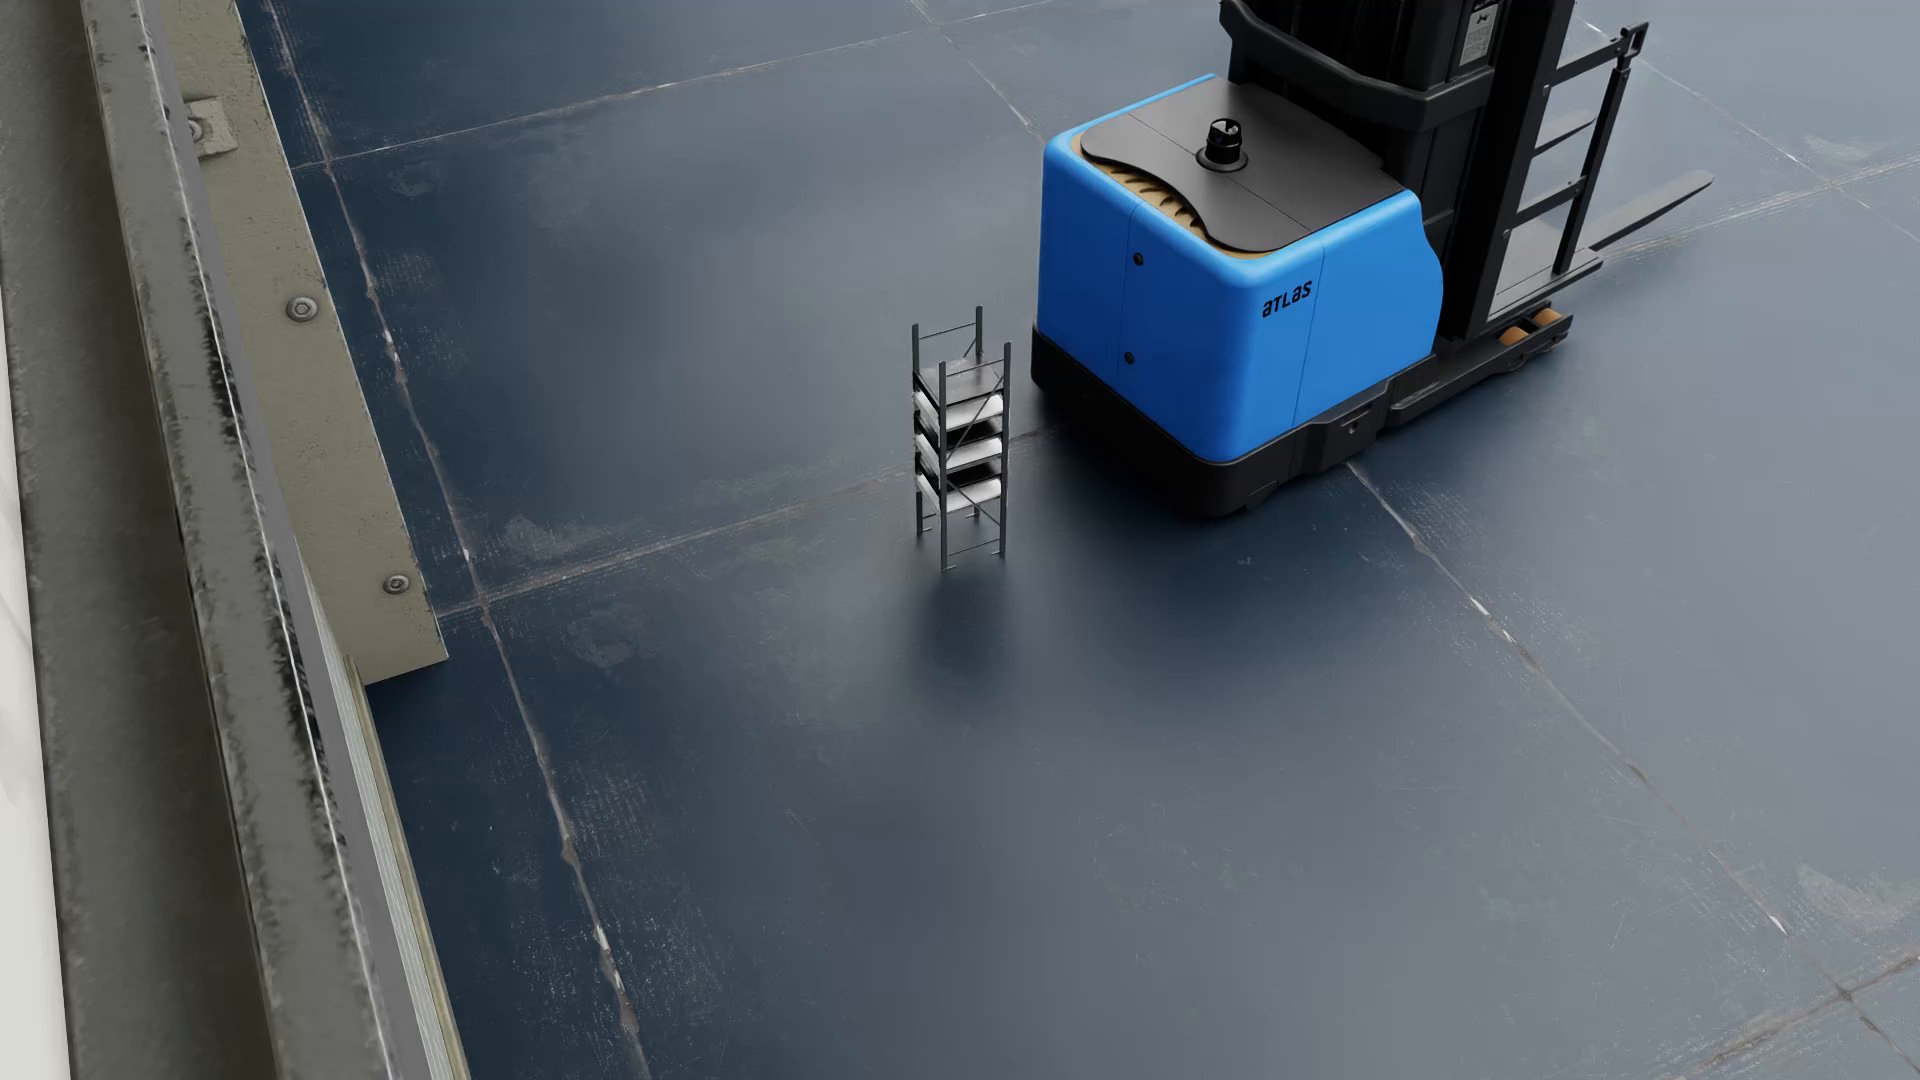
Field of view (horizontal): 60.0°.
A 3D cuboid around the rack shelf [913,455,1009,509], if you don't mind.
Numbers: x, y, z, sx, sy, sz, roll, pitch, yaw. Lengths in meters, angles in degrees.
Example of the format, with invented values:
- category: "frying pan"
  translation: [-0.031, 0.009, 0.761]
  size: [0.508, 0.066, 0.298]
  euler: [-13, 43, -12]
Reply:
- category: "rack shelf"
  translation: [0.003, -0.227, 5.515]
  size: [0.258, 0.077, 0.200]
  euler: [-18, 47, -17]

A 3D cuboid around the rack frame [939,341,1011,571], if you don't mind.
- category: "rack frame"
  translation: [0.046, -0.250, 5.363]
  size: [0.240, 0.900, 0.006]
  euler: [-18, 47, -17]

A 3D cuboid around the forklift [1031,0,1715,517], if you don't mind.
- category: "forklift"
  translation: [1.755, -1.969, 5.659]
  size: [3.031, 2.935, 1.130]
  euler: [-27, 51, -25]

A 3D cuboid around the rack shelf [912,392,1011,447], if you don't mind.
- category: "rack shelf"
  translation: [0.003, -0.420, 5.326]
  size: [0.258, 0.077, 0.200]
  euler: [-18, 47, -17]

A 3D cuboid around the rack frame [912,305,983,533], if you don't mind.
- category: "rack frame"
  translation: [-0.039, -0.380, 5.494]
  size: [0.240, 0.900, 0.006]
  euler: [-18, 47, -17]

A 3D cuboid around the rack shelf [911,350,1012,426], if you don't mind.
- category: "rack shelf"
  translation: [0.003, -0.484, 5.262]
  size: [0.258, 0.077, 0.200]
  euler: [-18, 47, -17]

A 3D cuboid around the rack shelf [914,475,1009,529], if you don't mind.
- category: "rack shelf"
  translation: [0.003, -0.163, 5.579]
  size: [0.258, 0.077, 0.200]
  euler: [-18, 47, -17]

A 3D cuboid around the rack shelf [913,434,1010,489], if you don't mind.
- category: "rack shelf"
  translation: [0.003, -0.291, 5.452]
  size: [0.258, 0.077, 0.200]
  euler: [-18, 47, -17]

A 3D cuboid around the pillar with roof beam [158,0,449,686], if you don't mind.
- category: "pillar with roof beam"
  translation: [2.035, -4.173, 3.573]
  size: [9.100, 9.000, 0.400]
  euler: [-18, 47, -17]

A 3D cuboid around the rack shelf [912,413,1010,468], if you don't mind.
- category: "rack shelf"
  translation: [0.003, -0.355, 5.389]
  size: [0.258, 0.077, 0.200]
  euler: [-18, 47, -17]

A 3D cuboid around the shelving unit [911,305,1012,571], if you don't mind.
- category: "shelving unit"
  translation: [0.003, -0.315, 5.429]
  size: [0.258, 0.900, 0.210]
  euler: [-18, 47, -17]
